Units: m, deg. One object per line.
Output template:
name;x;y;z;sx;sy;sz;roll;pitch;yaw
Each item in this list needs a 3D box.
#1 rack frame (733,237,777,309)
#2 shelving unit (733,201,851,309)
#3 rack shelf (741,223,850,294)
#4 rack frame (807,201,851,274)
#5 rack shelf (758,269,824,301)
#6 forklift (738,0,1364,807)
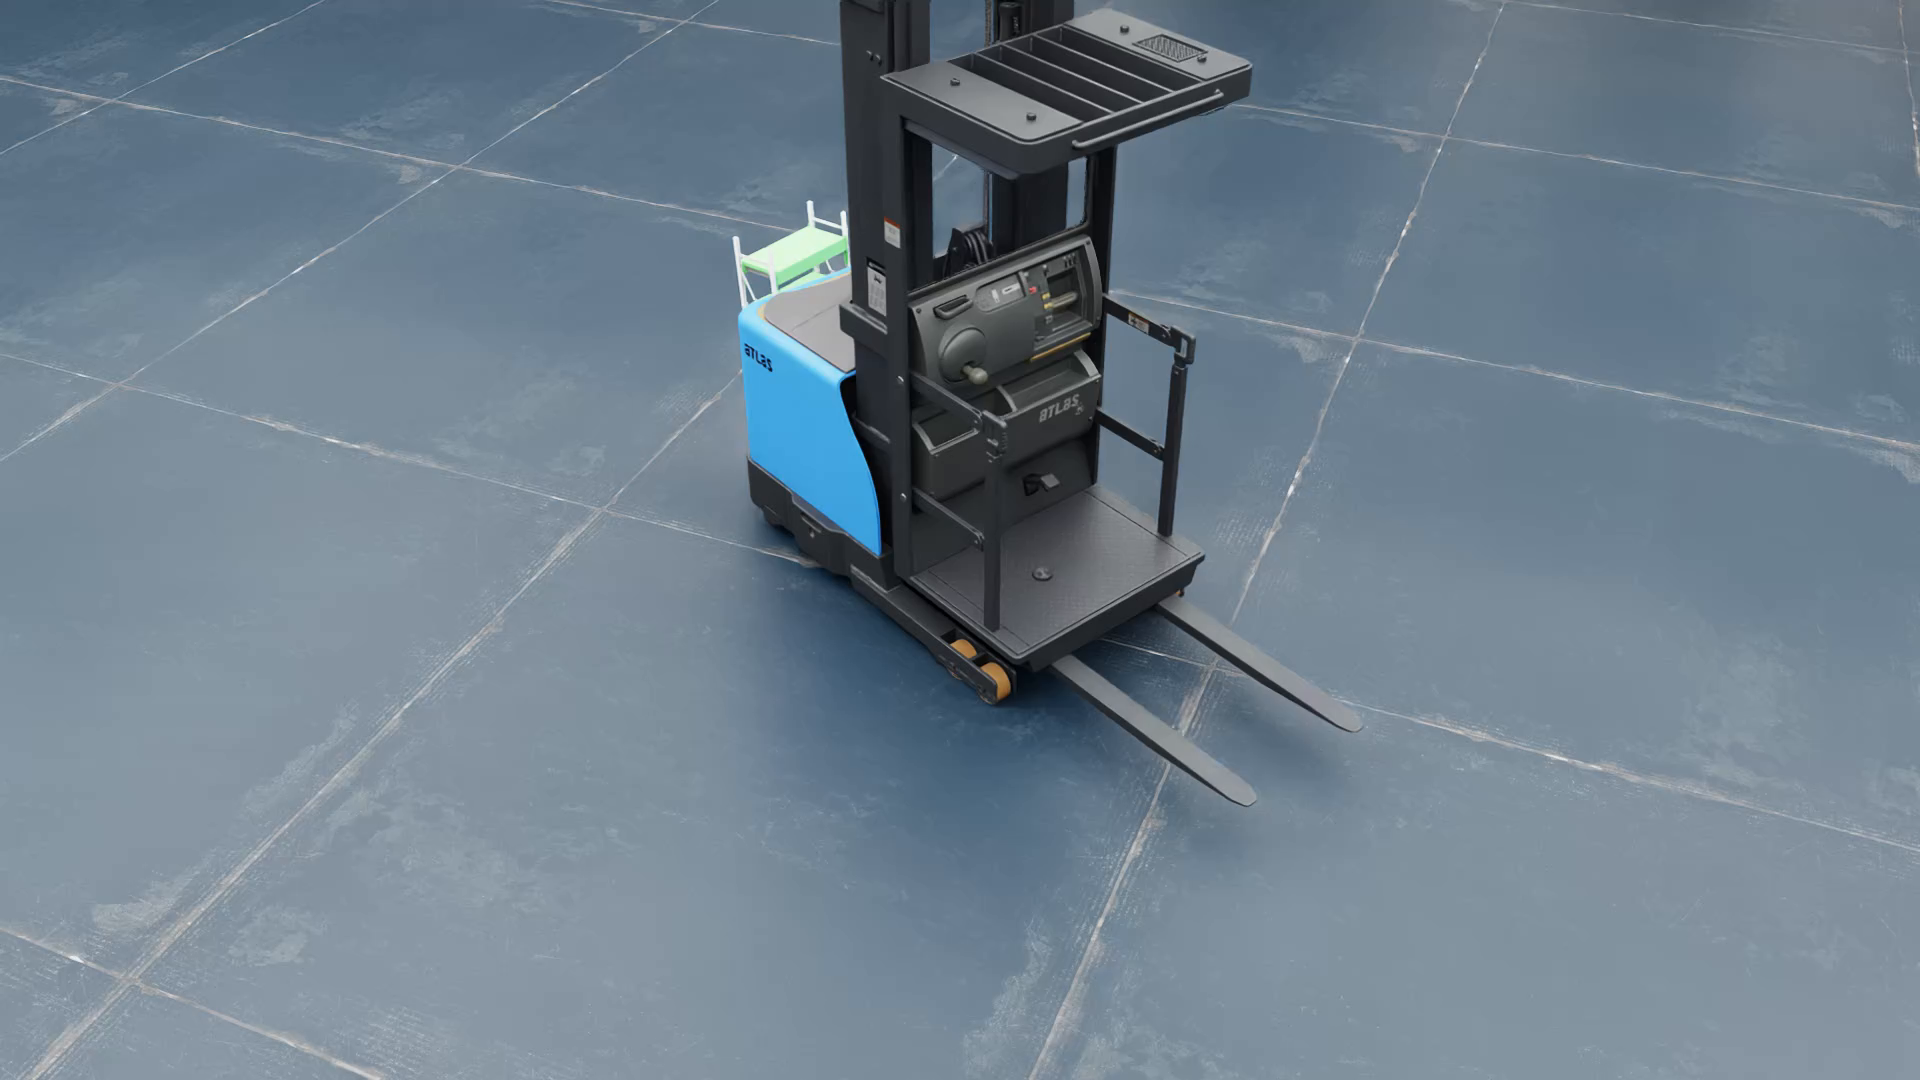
rack frame;-0.912;-0.850;7.873;0.240;1.200;0.015;23;43;33
shelving unit;-0.757;-0.963;8.024;0.258;1.200;0.503;23;43;33
rack shelf;-0.776;-1.305;7.788;0.258;0.148;0.480;23;43;33
rack frame;-0.602;-1.075;8.174;0.240;1.200;0.015;23;43;33
rack shelf;-0.765;-1.108;7.924;0.258;0.148;0.480;23;43;33
forklift;0.334;-0.844;6.431;1.130;2.935;3.031;-27;44;-31
